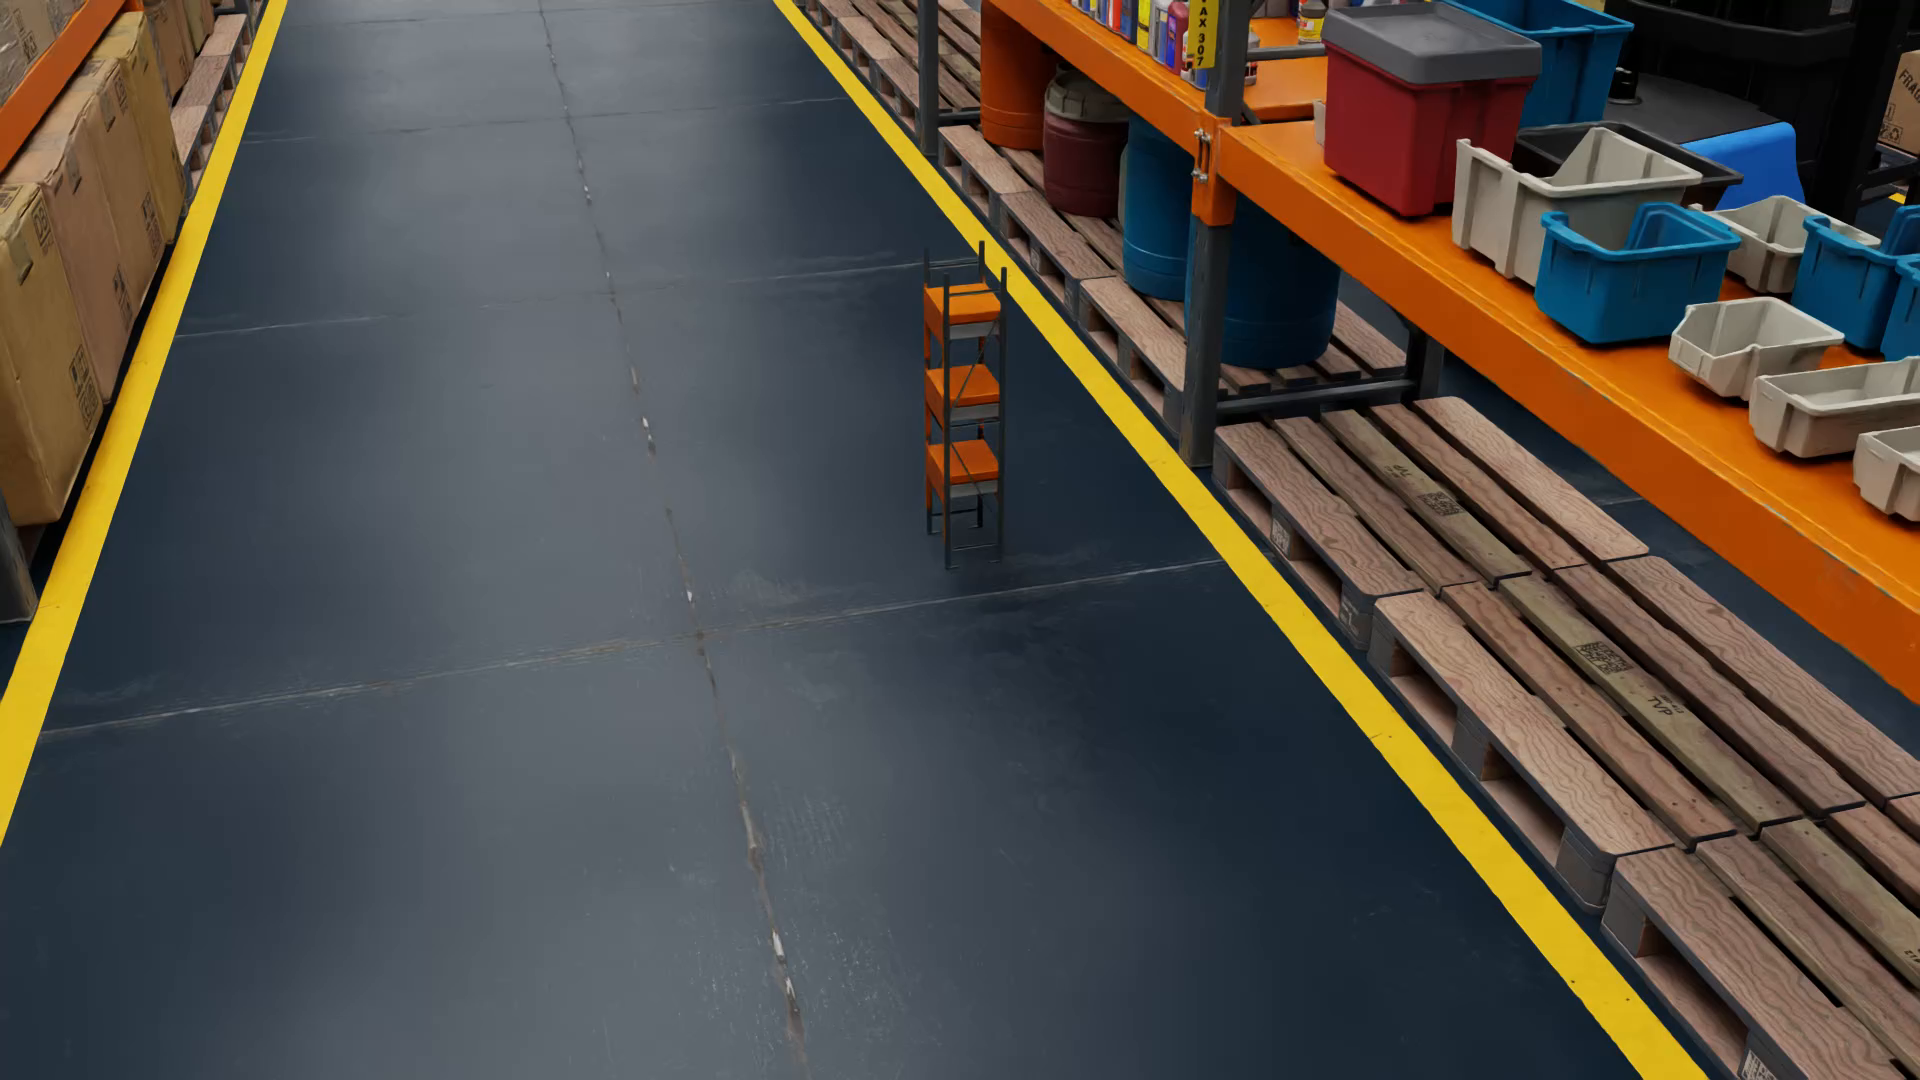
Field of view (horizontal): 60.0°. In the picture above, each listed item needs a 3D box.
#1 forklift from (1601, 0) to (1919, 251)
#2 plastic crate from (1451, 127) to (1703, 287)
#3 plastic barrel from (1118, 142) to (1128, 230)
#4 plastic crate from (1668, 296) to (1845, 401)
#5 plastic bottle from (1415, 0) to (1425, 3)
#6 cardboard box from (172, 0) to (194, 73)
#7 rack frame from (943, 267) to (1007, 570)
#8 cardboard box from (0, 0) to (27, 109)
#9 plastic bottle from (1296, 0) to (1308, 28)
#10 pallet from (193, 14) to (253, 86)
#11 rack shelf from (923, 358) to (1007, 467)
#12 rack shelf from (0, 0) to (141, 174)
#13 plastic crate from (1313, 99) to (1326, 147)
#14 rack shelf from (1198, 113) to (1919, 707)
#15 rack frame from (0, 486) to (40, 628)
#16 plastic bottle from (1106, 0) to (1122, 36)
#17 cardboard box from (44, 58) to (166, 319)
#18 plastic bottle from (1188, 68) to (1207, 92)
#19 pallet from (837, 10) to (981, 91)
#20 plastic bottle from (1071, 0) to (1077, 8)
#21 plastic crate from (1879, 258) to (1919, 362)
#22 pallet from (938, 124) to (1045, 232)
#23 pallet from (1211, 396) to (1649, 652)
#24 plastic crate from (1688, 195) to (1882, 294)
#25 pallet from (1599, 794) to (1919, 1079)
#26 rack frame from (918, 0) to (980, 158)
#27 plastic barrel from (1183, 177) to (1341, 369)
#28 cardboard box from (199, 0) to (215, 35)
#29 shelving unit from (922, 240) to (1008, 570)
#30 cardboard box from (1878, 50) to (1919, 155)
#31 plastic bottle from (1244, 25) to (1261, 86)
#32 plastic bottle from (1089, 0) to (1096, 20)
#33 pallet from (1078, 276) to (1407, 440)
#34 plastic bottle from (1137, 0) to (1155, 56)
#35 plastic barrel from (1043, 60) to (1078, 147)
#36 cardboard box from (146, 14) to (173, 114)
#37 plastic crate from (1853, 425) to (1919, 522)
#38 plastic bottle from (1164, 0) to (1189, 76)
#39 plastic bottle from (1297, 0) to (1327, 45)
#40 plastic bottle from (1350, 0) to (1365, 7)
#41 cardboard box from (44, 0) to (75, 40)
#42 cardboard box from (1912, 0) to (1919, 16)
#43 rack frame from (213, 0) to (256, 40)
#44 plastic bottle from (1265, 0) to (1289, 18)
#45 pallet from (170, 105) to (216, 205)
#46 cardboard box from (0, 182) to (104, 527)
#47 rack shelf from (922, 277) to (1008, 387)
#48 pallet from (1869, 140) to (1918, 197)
[{"bbox_3d":[3.547,-2.327,6.844,3.031,2.935,1.130,-17,34,-26],"label":"forklift"},{"bbox_3d":[1.552,-0.867,4.312,0.437,0.282,0.530,-8,31,-13],"label":"plastic crate"},{"bbox_3d":[0.945,-1.651,7.672,0.421,0.512,0.421,0,30,0],"label":"plastic barrel"},{"bbox_3d":[1.738,-0.418,3.680,0.298,0.136,0.250,-8,31,-13],"label":"plastic crate"},{"bbox_3d":[1.638,-1.838,6.047,0.061,0.283,0.133,-8,31,-13],"label":"plastic bottle"},{"bbox_3d":[-5.175,-3.166,10.281,0.700,0.500,0.500,-11,32,-18],"label":"cardboard box"},{"bbox_3d":[0.047,-0.370,5.341,0.200,1.050,0.008,-8,31,-13],"label":"rack frame"},{"bbox_3d":[-3.599,-1.779,5.729,0.500,0.500,0.500,-9,31,-14],"label":"cardboard box"},{"bbox_3d":[1.416,-2.173,6.708,0.097,0.201,0.097,0,30,0],"label":"plastic bottle"},{"bbox_3d":[-5.366,-3.277,11.201,1.003,0.211,1.213,-8,31,-13],"label":"pallet"},{"bbox_3d":[0.014,-0.419,5.448,0.215,0.259,0.240,-8,31,-13],"label":"rack shelf"},{"bbox_3d":[-3.982,-1.650,6.325,1.077,0.370,4.000,-8,31,-13],"label":"rack shelf"},{"bbox_3d":[1.310,-1.322,5.243,0.396,0.136,0.243,-8,31,-13],"label":"plastic crate"},{"bbox_3d":[1.855,-0.377,4.125,1.077,0.370,4.000,-8,31,-13],"label":"rack shelf"},{"bbox_3d":[-3.451,-0.996,4.476,1.000,3.000,0.127,-8,31,-13],"label":"rack frame"},{"bbox_3d":[0.677,-2.168,6.625,0.152,0.276,0.135,-8,31,-13],"label":"plastic bottle"},{"bbox_3d":[-4.120,-1.422,6.914,1.225,0.875,0.875,-8,31,-13],"label":"cardboard box"},{"bbox_3d":[0.908,-1.748,5.899,0.152,0.276,0.135,-8,31,-13],"label":"plastic bottle"},{"bbox_3d":[-0.226,-3.347,11.321,1.003,0.211,1.213,-8,31,-13],"label":"pallet"},{"bbox_3d":[0.523,-2.365,7.040,0.097,0.201,0.097,0,30,0],"label":"plastic bottle"},{"bbox_3d":[2.288,-0.475,3.683,0.416,0.233,0.300,-8,31,-13],"label":"plastic crate"},{"bbox_3d":[0.512,-2.004,9.002,1.003,0.211,1.213,-8,31,-13],"label":"pallet"},{"bbox_3d":[1.557,-0.097,5.707,1.003,0.211,1.213,-8,31,-13],"label":"pallet"},{"bbox_3d":[2.076,-0.765,4.281,0.293,0.136,0.466,-8,31,-13],"label":"plastic crate"},{"bbox_3d":[2.205,1.081,3.671,1.003,0.211,1.213,-8,31,-13],"label":"pallet"},{"bbox_3d":[0.263,-3.586,8.951,1.000,3.000,0.127,-8,31,-13],"label":"rack frame"},{"bbox_3d":[1.196,-1.193,6.492,0.600,0.901,0.708,-8,31,-13],"label":"plastic barrel"},{"bbox_3d":[-5.432,-3.669,11.150,0.700,0.500,0.500,-10,32,-17],"label":"cardboard box"},{"bbox_3d":[0.014,-0.429,5.442,0.215,1.050,0.252,-8,31,-13],"label":"shelving unit"},{"bbox_3d":[5.301,-2.347,8.867,0.500,0.500,0.500,-9,31,-15],"label":"cardboard box"},{"bbox_3d":[1.023,-1.741,5.962,0.097,0.201,0.097,0,30,0],"label":"plastic bottle"},{"bbox_3d":[0.584,-2.253,6.846,0.097,0.201,0.097,0,30,0],"label":"plastic bottle"},{"bbox_3d":[1.160,-0.826,6.966,1.003,0.211,1.213,-8,31,-13],"label":"pallet"},{"bbox_3d":[0.765,-2.033,6.318,0.144,0.351,0.185,-8,31,-13],"label":"plastic bottle"},{"bbox_3d":[0.645,-2.196,8.614,0.421,0.512,0.421,0,30,0],"label":"plastic barrel"},{"bbox_3d":[-4.869,-2.623,9.344,0.700,0.500,0.500,-10,32,-17],"label":"cardboard box"},{"bbox_3d":[1.932,-0.146,3.211,0.396,0.136,0.243,-8,31,-13],"label":"plastic crate"},{"bbox_3d":[0.803,-1.857,6.080,0.061,0.283,0.133,-8,31,-13],"label":"plastic bottle"},{"bbox_3d":[1.356,-1.994,6.398,0.097,0.201,0.097,0,30,0],"label":"plastic bottle"},{"bbox_3d":[1.529,-1.997,6.334,0.097,0.271,0.097,0,30,0],"label":"plastic bottle"},{"bbox_3d":[-3.875,-2.273,6.584,0.500,0.500,0.500,-9,31,-15],"label":"cardboard box"},{"bbox_3d":[5.533,-3.229,9.642,0.500,0.250,0.500,-7,31,-11],"label":"cardboard box"},{"bbox_3d":[-5.574,-4.859,11.151,1.000,3.000,0.127,-8,31,-13],"label":"rack frame"},{"bbox_3d":[1.323,-2.322,6.891,0.152,0.276,0.135,-8,31,-13],"label":"plastic bottle"},{"bbox_3d":[-4.719,-2.098,9.165,1.003,0.211,1.213,-8,31,-13],"label":"pallet"},{"bbox_3d":[-3.640,-0.564,5.432,1.225,0.875,0.875,-8,31,-13],"label":"cardboard box"},{"bbox_3d":[0.014,-0.665,5.306,0.215,0.259,0.240,-8,31,-13],"label":"rack shelf"},{"bbox_3d":[5.521,-2.082,9.137,1.003,0.211,1.213,-8,31,-13],"label":"pallet"}]
